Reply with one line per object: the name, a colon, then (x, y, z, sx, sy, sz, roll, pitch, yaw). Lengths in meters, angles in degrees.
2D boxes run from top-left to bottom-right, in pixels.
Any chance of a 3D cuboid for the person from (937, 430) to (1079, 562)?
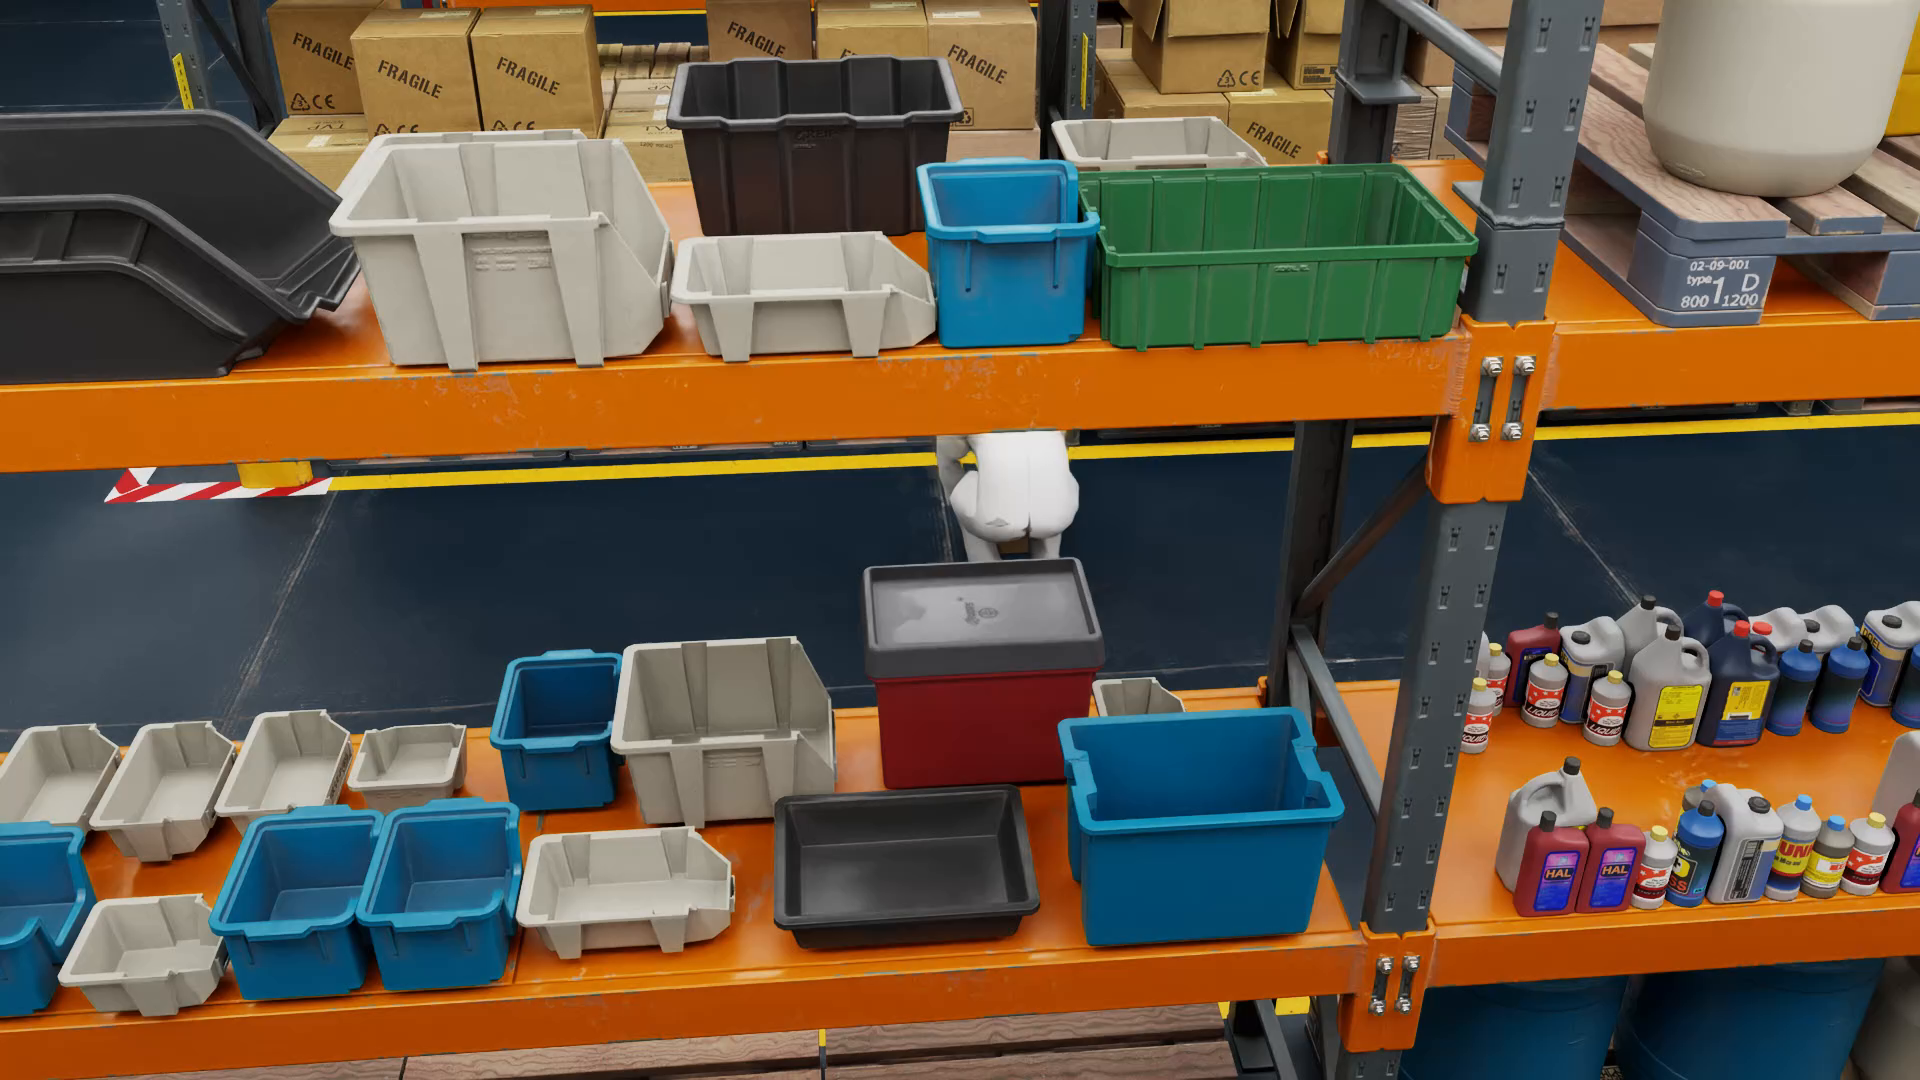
person: (0.215, -0.236, 7.279, 0.609, 1.029, 0.885, -3, 31, -5)
